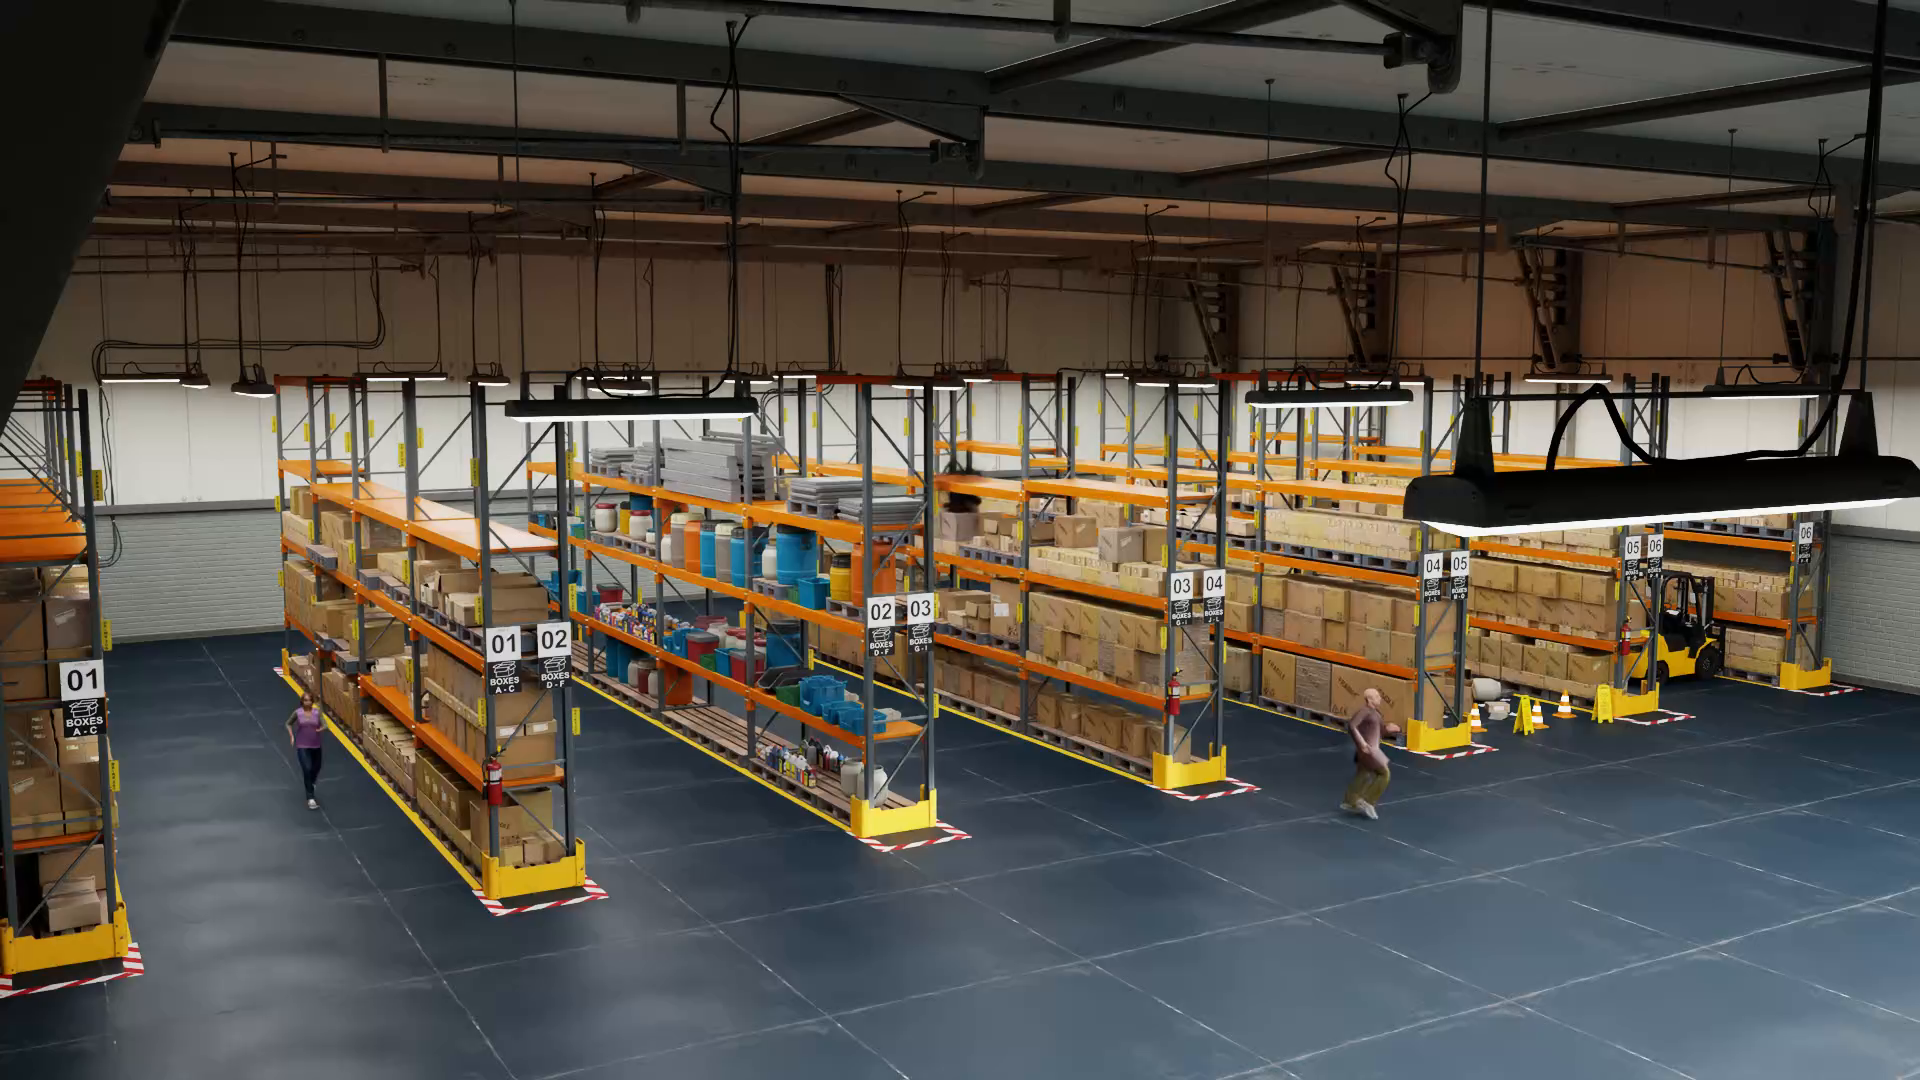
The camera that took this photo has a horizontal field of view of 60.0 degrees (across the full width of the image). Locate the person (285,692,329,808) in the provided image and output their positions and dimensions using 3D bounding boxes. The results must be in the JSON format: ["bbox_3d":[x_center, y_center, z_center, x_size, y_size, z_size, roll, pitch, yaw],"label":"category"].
[{"bbox_3d":[-9.242,2.940,23.594,0.537,1.585,0.893,-4,7,-31],"label":"person"}]

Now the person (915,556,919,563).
[{"bbox_3d":[-1.096,1.217,38.897,0.704,1.728,0.619,-3,7,-24],"label":"person"}]

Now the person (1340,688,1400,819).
[{"bbox_3d":[5.682,2.949,23.038,0.787,1.816,0.670,1,6,13],"label":"person"}]
